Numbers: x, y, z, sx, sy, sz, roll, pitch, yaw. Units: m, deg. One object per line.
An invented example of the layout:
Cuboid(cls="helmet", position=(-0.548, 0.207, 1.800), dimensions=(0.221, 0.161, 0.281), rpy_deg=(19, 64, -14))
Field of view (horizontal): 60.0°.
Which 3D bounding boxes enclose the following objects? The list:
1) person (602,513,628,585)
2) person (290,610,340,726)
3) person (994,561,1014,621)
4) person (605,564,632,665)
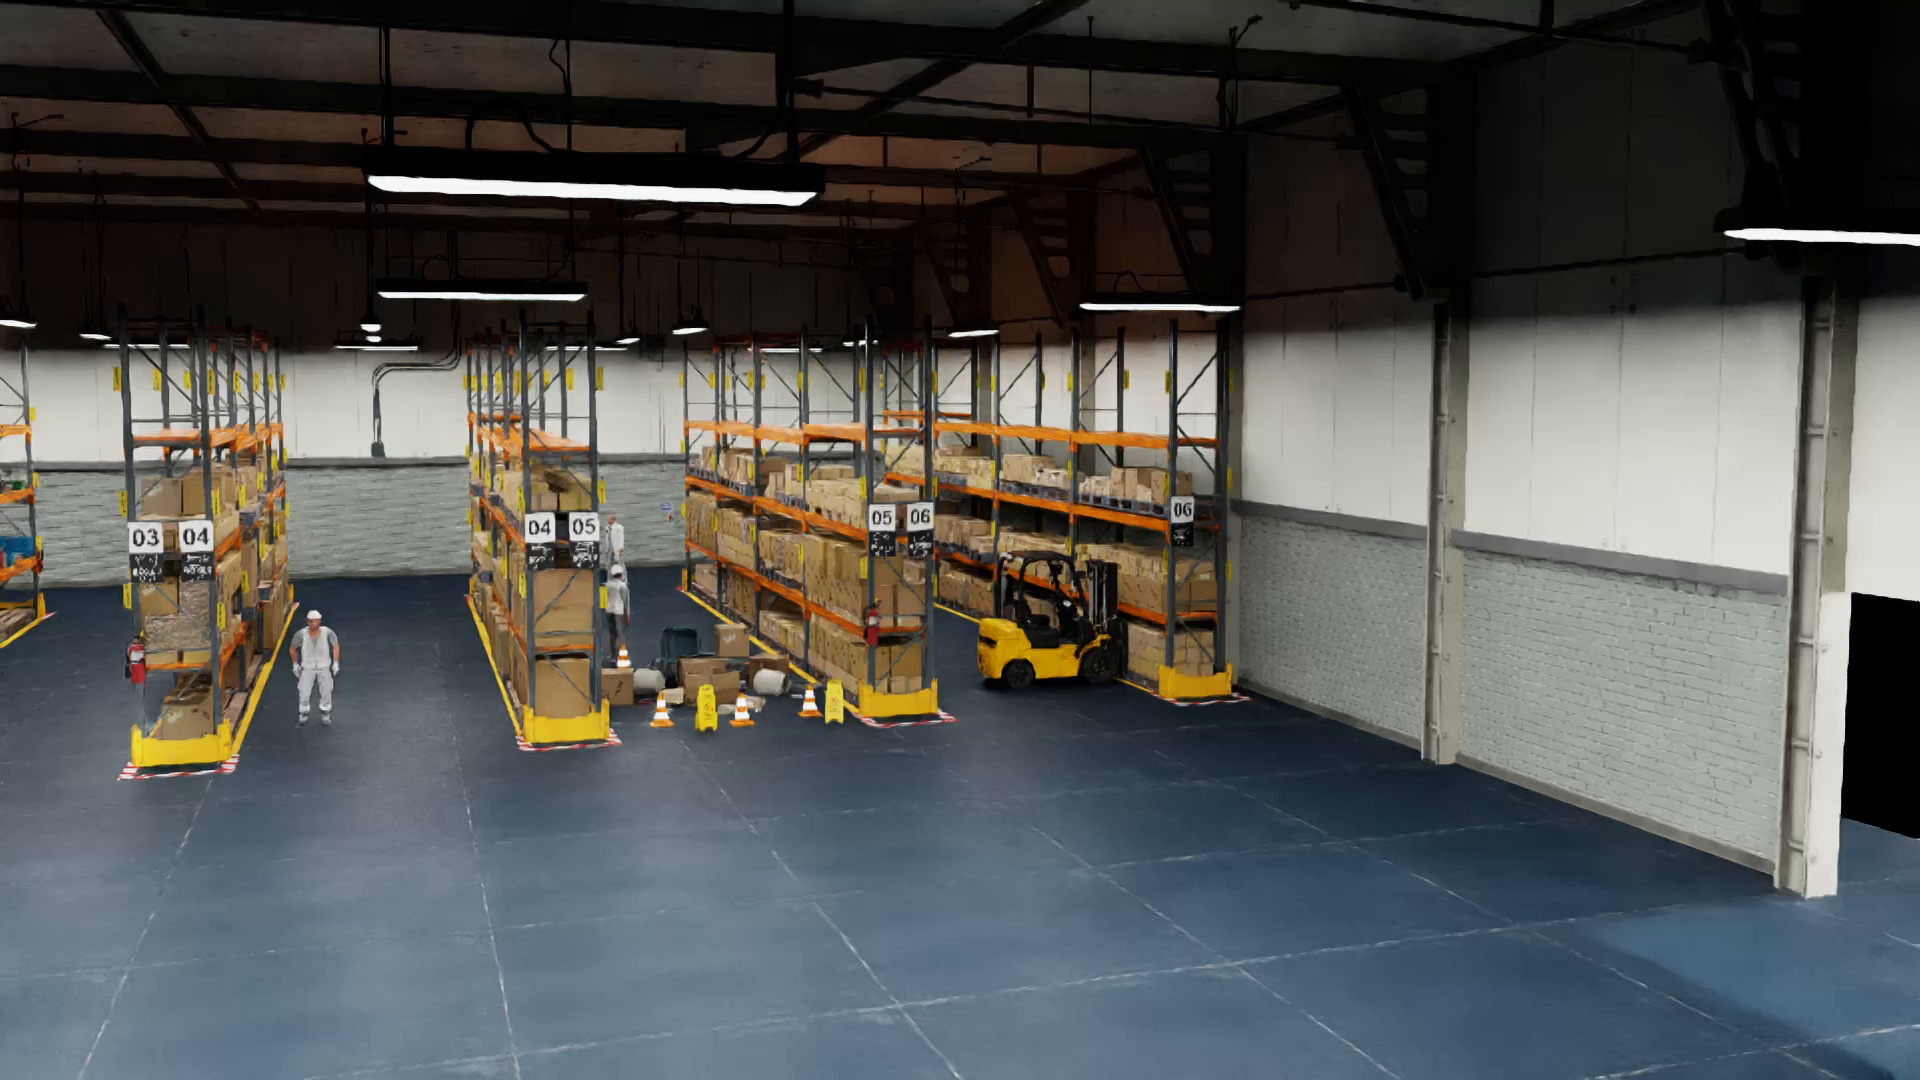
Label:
Cuboid(cls="person", position=(-8.539, 0.317, 41.197), dimensions=(0.607, 1.575, 0.655), rpy_deg=(3, 6, 28))
Cuboid(cls="person", position=(-9.351, 1.858, 24.122), dimensions=(0.677, 1.739, 0.552), rpy_deg=(-2, 6, -20))
Cuboid(cls="person", position=(0.779, 1.229, 30.619), dimensions=(0.577, 1.718, 0.625), rpy_deg=(1, 5, 6))
Cuboid(cls="person", position=(-6.033, 1.313, 29.503), dimensions=(0.581, 1.768, 0.450), rpy_deg=(4, 7, 40))
